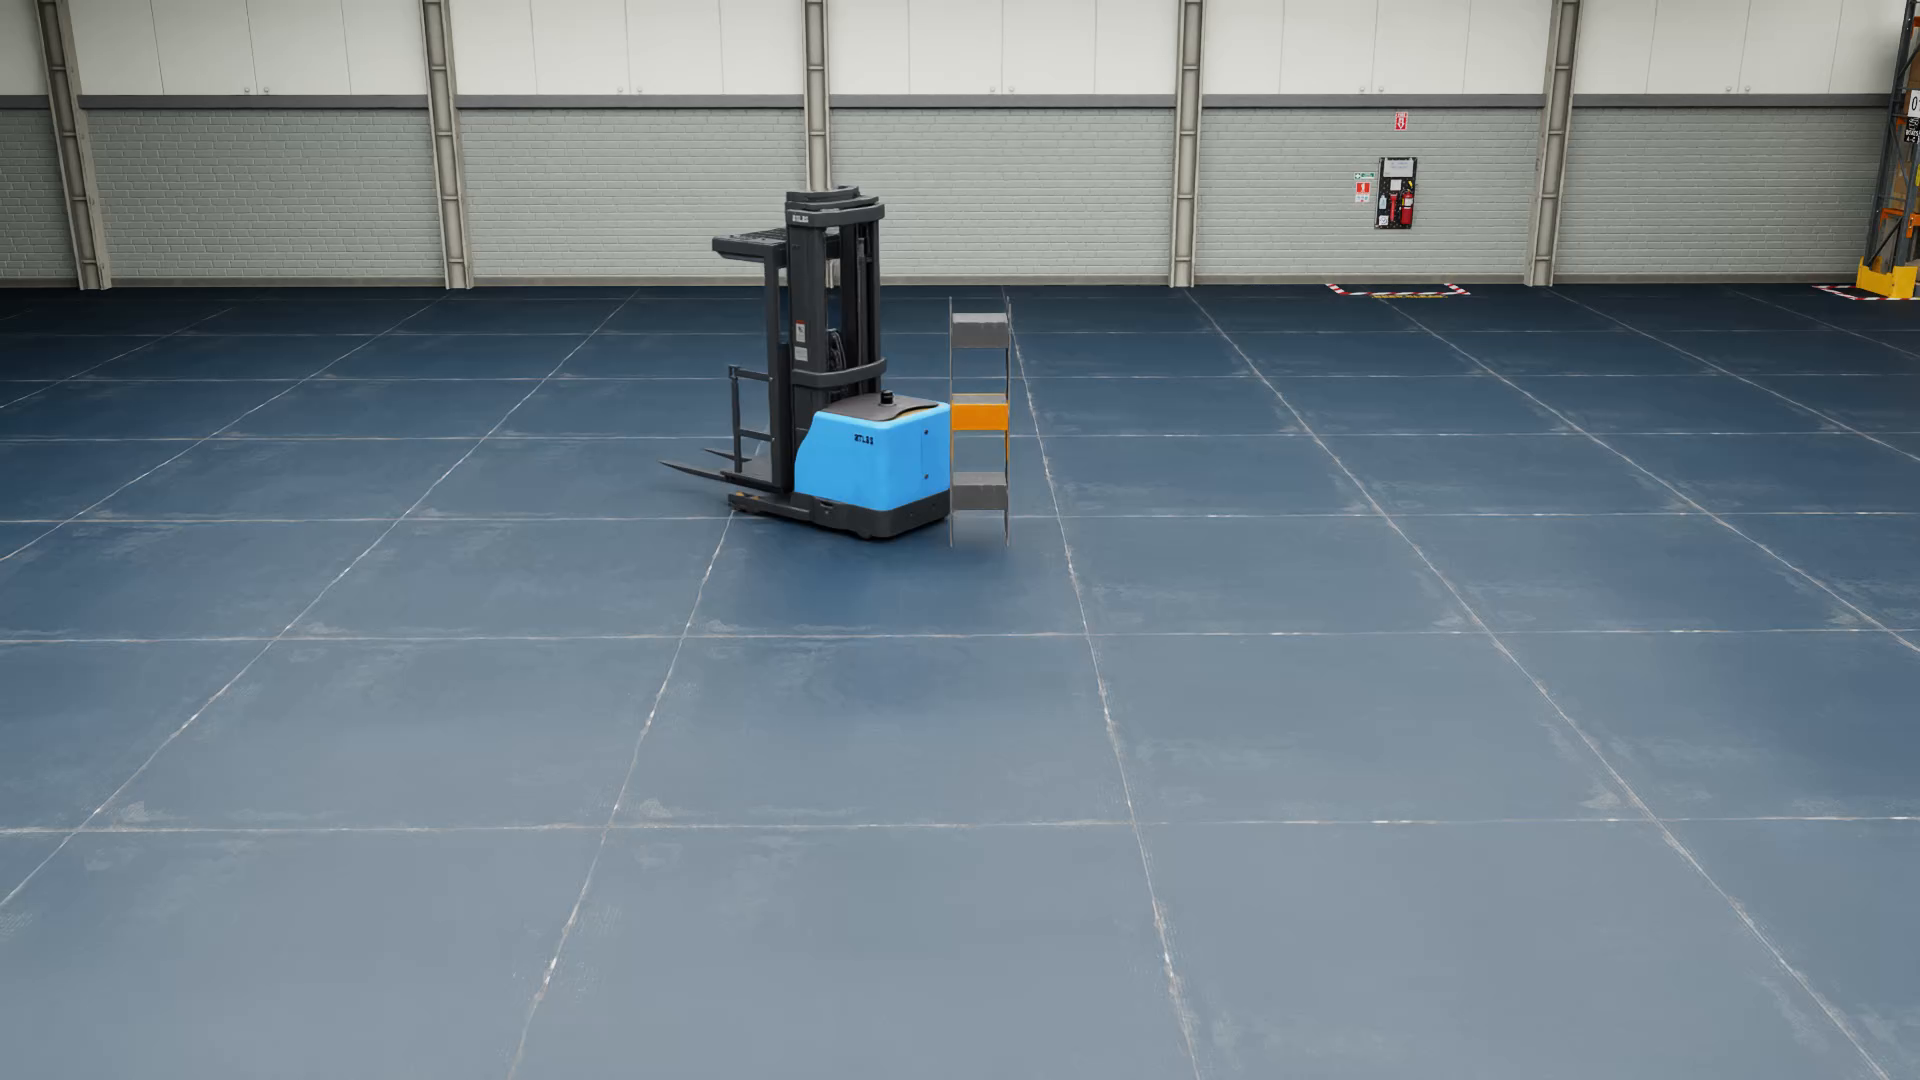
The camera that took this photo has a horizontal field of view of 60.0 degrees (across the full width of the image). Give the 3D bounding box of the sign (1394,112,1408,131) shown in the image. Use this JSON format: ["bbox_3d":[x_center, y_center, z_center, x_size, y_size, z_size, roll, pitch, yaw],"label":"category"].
[{"bbox_3d":[7.212,-6.846,27.182,0.199,0.298,0.001,0,18,-1],"label":"sign"}]

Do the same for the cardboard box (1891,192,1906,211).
[{"bbox_3d":[15.471,-5.473,26.910,0.500,0.250,0.500,0,18,0],"label":"cardboard box"}]

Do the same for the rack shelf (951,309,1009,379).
[{"bbox_3d":[0.166,-1.654,14.020,0.480,0.518,0.431,0,18,-1],"label":"rack shelf"}]

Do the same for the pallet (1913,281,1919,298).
[{"bbox_3d":[15.895,-4.139,27.104,1.213,0.211,1.003,0,18,-1],"label":"pallet"}]

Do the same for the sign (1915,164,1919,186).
[{"bbox_3d":[15.015,-5.720,26.049,0.005,0.325,0.100,0,18,-1],"label":"sign"}]

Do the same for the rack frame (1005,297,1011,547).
[{"bbox_3d":[0.409,-1.002,14.233,0.015,2.100,0.400,0,18,-1],"label":"rack frame"}]

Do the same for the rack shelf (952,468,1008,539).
[{"bbox_3d":[0.166,-0.321,14.447,0.480,0.518,0.431,0,18,-1],"label":"rack shelf"}]

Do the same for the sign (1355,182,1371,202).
[{"bbox_3d":[6.667,-5.757,27.526,0.234,0.329,0.001,0,18,-1],"label":"sign"}]

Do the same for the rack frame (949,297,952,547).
[{"bbox_3d":[-0.078,-0.999,14.226,0.015,2.100,0.400,0,18,-1],"label":"rack frame"}]

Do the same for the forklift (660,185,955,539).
[{"bbox_3d":[-1.526,-1.744,15.186,3.031,2.935,1.130,13,22,36],"label":"forklift"}]

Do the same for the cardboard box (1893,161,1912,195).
[{"bbox_3d":[15.474,-5.835,26.813,0.500,0.500,0.500,0,18,-1],"label":"cardboard box"}]

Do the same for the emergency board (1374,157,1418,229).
[{"bbox_3d":[7.222,-5.711,27.441,0.643,1.169,0.194,0,18,-1],"label":"emergency board"}]

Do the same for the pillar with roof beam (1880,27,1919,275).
[{"bbox_3d":[15.761,-7.282,22.517,0.400,9.000,9.100,0,18,-1],"label":"pillar with roof beam"}]

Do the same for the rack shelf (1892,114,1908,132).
[{"bbox_3d":[17.006,-6.568,26.380,4.000,0.370,1.077,0,18,-1],"label":"rack shelf"}]

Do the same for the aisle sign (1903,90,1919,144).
[{"bbox_3d":[14.939,-6.619,26.014,0.004,0.787,0.394,0,18,-1],"label":"aisle sign"}]

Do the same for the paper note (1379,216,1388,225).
[{"bbox_3d":[7.044,-5.312,27.639,0.142,0.148,0.016,0,18,-1],"label":"paper note"}]

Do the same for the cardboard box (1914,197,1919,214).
[{"bbox_3d":[15.499,-5.317,26.423,0.500,0.250,0.500,-1,18,-2],"label":"cardboard box"}]

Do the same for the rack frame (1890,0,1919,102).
[{"bbox_3d":[15.006,-8.330,25.782,0.127,3.000,1.000,0,18,-1],"label":"rack frame"}]

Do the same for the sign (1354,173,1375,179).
[{"bbox_3d":[6.672,-6.007,27.436,0.331,0.109,0.001,0,18,-1],"label":"sign"}]

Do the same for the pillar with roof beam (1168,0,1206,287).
[{"bbox_3d":[3.762,-7.225,22.337,0.400,9.000,9.100,0,18,-1],"label":"pillar with roof beam"}]

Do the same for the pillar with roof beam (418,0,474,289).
[{"bbox_3d":[-8.236,-7.167,22.156,0.400,9.000,9.100,0,18,-1],"label":"pillar with roof beam"}]

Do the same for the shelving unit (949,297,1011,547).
[{"bbox_3d":[0.166,-1.001,14.229,0.503,2.100,0.431,0,18,-1],"label":"shelving unit"}]

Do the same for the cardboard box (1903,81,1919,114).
[{"bbox_3d":[15.420,-7.038,26.469,0.500,0.500,0.500,1,18,3],"label":"cardboard box"}]

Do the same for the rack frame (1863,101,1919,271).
[{"bbox_3d":[15.006,-5.473,26.698,0.127,3.000,1.000,0,18,-1],"label":"rack frame"}]

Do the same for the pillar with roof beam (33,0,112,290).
[{"bbox_3d":[-14.236,-7.138,22.066,0.400,9.000,9.100,0,18,-1],"label":"pillar with roof beam"}]

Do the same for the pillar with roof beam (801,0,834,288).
[{"bbox_3d":[-2.237,-7.196,22.246,0.400,9.000,9.100,0,18,-1],"label":"pillar with roof beam"}]

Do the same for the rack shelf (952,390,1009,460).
[{"bbox_3d":[0.166,-0.988,14.233,0.480,0.518,0.431,0,18,-1],"label":"rack shelf"}]

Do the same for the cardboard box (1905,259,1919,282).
[{"bbox_3d":[15.700,-4.378,26.966,0.500,0.311,0.500,-2,18,-7],"label":"cardboard box"}]

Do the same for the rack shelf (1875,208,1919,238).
[{"bbox_3d":[17.006,-5.140,26.838,4.000,0.370,1.077,0,18,-1],"label":"rack shelf"}]

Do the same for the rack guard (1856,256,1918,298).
[{"bbox_3d":[15.082,-4.283,27.081,0.348,0.500,1.175,0,18,-1],"label":"rack guard"}]

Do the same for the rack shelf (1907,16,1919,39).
[{"bbox_3d":[17.006,-7.995,25.922,4.000,0.370,1.077,0,18,-1],"label":"rack shelf"}]

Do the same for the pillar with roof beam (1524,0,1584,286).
[{"bbox_3d":[9.761,-7.253,22.427,0.400,9.000,9.100,0,18,-1],"label":"pillar with roof beam"}]

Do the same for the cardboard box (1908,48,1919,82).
[{"bbox_3d":[15.433,-7.516,26.324,0.500,0.500,0.500,1,18,2],"label":"cardboard box"}]

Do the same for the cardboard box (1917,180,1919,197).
[{"bbox_3d":[15.489,-5.679,26.324,0.500,0.500,0.500,0,18,-1],"label":"cardboard box"}]
